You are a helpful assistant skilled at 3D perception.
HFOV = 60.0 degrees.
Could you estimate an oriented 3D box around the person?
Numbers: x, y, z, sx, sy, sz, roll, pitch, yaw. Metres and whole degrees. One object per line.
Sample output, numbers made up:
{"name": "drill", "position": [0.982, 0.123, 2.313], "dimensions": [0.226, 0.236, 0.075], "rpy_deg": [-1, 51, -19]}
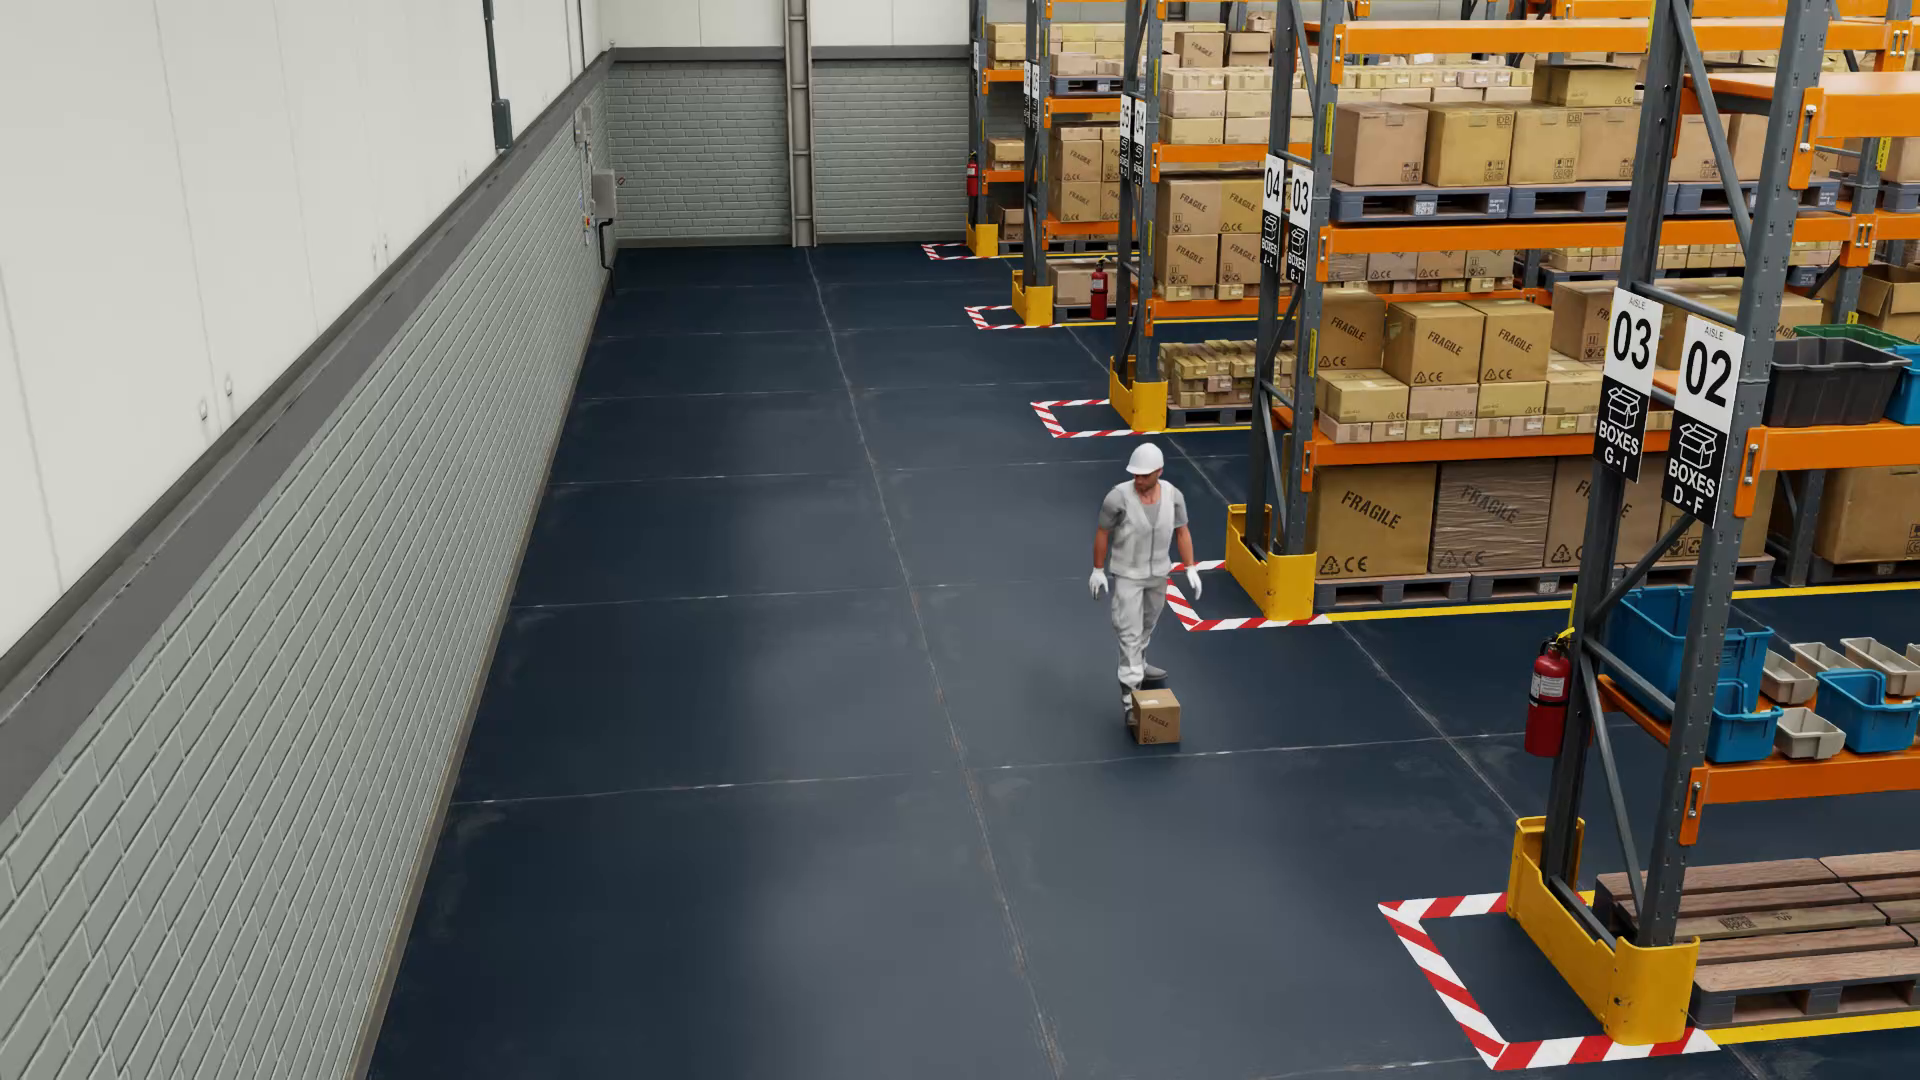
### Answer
{"name": "person", "position": [1.176, 0.224, 10.404], "dimensions": [0.636, 1.739, 0.891], "rpy_deg": [-9, 22, -24]}
